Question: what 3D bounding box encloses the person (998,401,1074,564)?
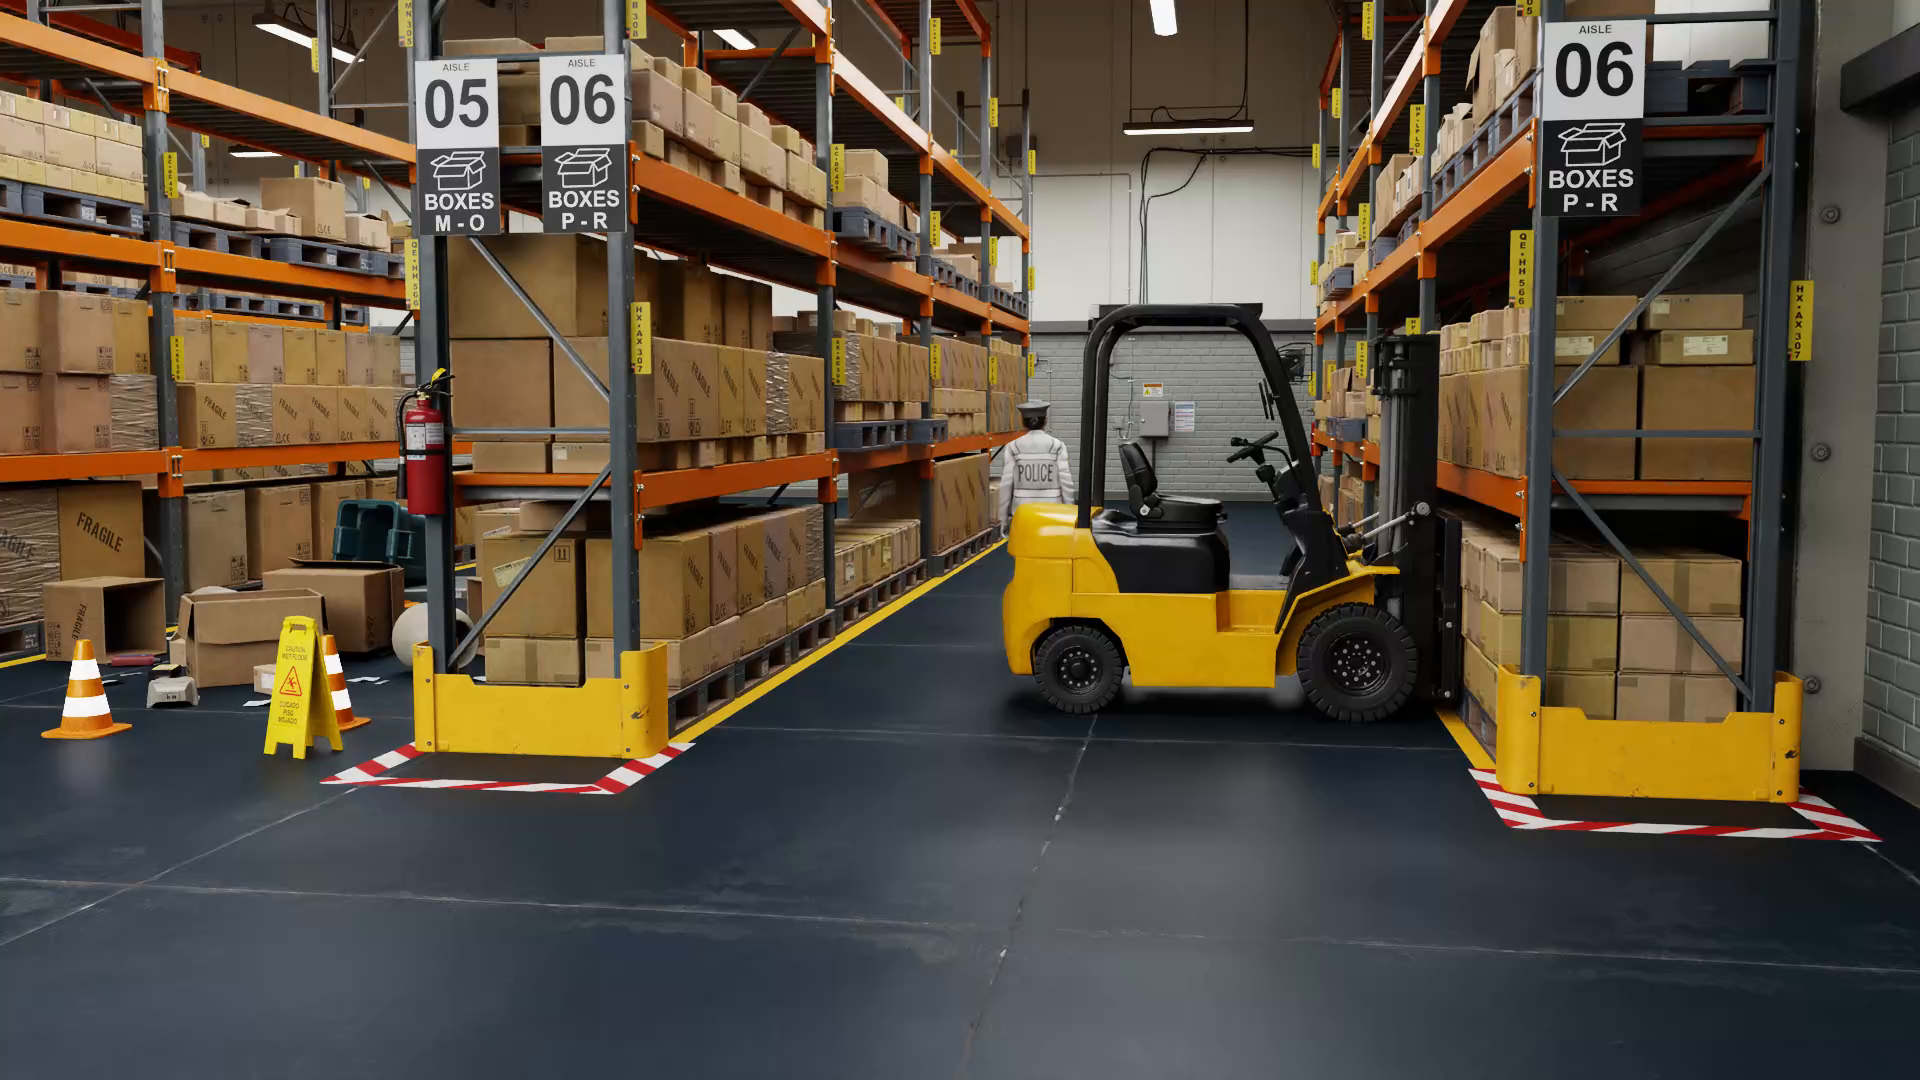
[{"bbox_3d":[0.536,-0.133,11.551,0.541,1.662,0.415,0,5,5],"label":"person"}]
